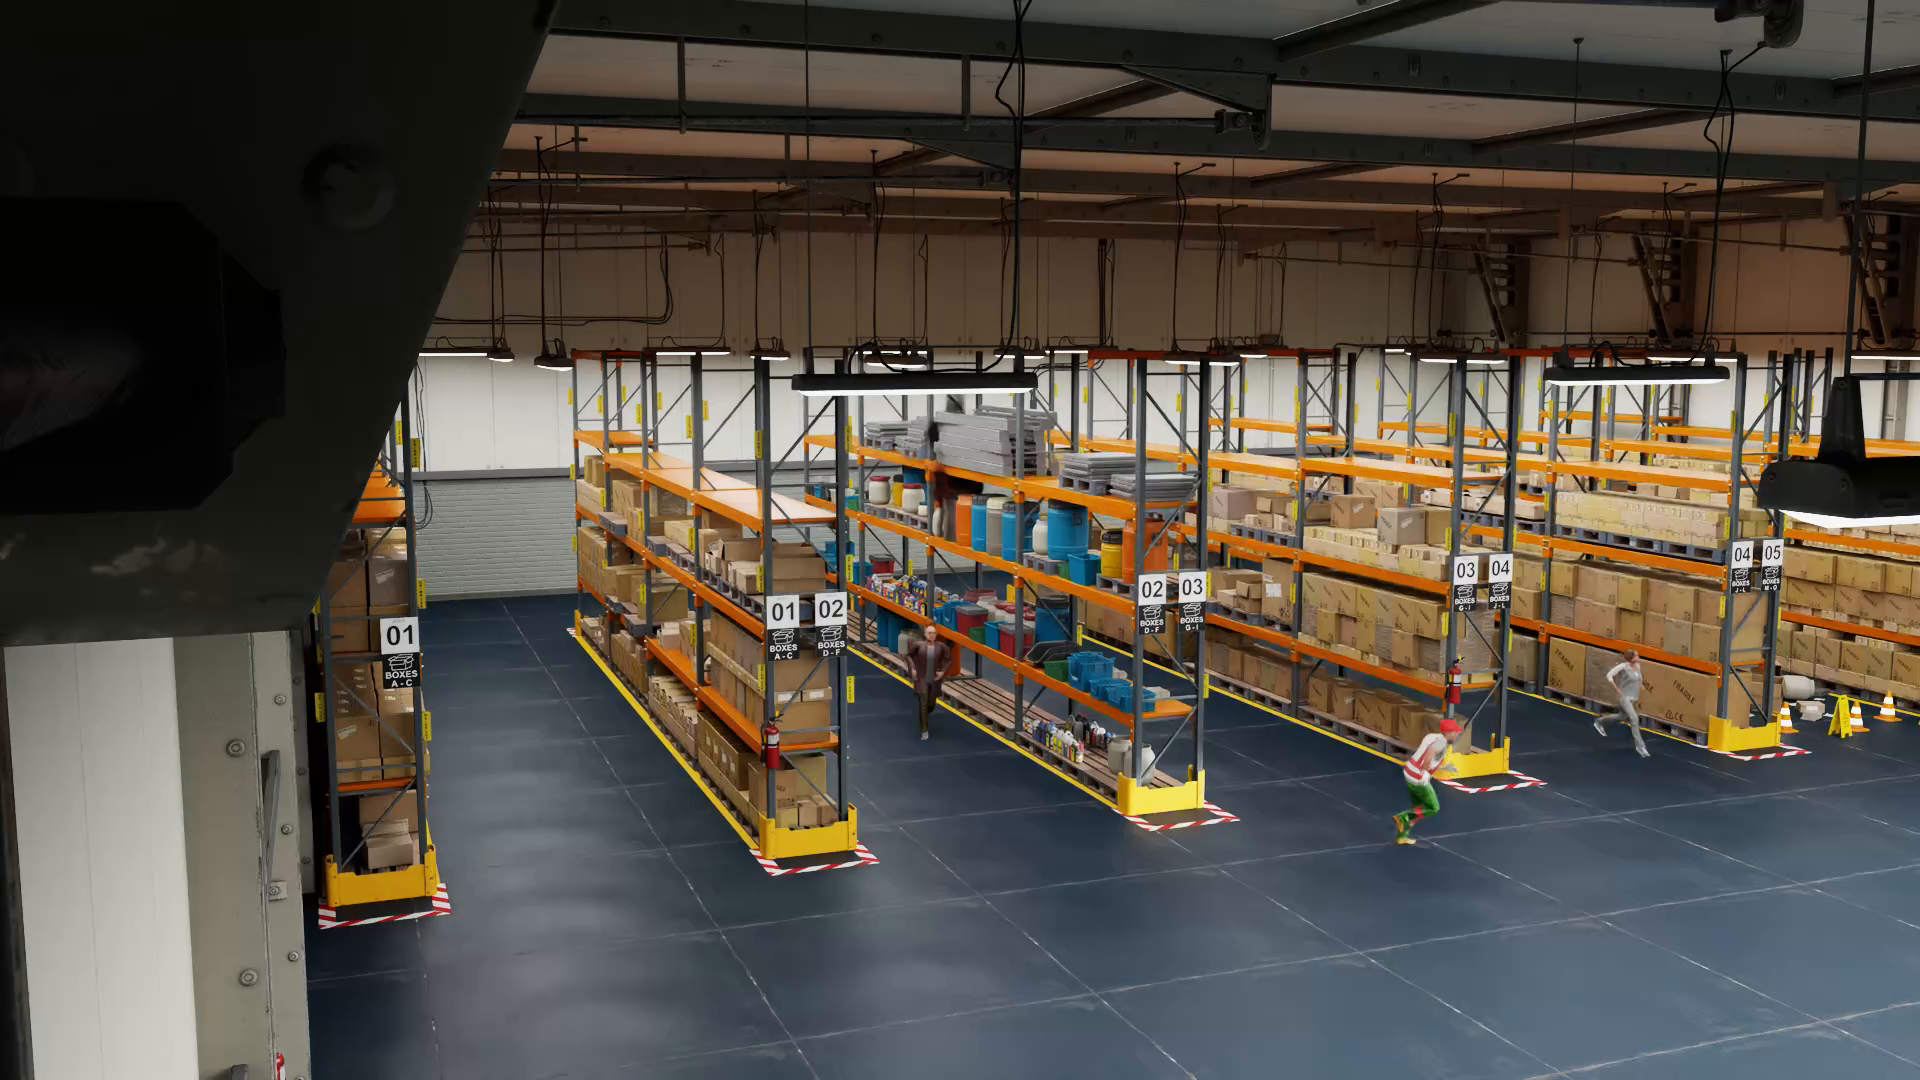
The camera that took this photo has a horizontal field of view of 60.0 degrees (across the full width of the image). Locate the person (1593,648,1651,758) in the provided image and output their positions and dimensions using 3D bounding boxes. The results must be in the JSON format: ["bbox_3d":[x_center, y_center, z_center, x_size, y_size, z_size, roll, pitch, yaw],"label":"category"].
[{"bbox_3d":[10.090,2.422,25.252,0.495,1.616,1.016,-5,9,-37],"label":"person"}]

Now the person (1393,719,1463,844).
[{"bbox_3d":[5.795,3.003,20.552,0.801,1.591,0.693,0,7,0],"label":"person"}]

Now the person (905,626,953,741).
[{"bbox_3d":[-0.490,2.247,26.303,0.749,1.724,0.899,-1,7,-8],"label":"person"}]

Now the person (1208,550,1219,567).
[{"bbox_3d":[6.216,0.393,41.378,0.541,1.598,0.564,-5,9,-36],"label":"person"}]

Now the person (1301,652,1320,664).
[{"bbox_3d":[6.562,1.660,31.108,0.629,1.680,0.677,-4,8,-29],"label":"person"}]
